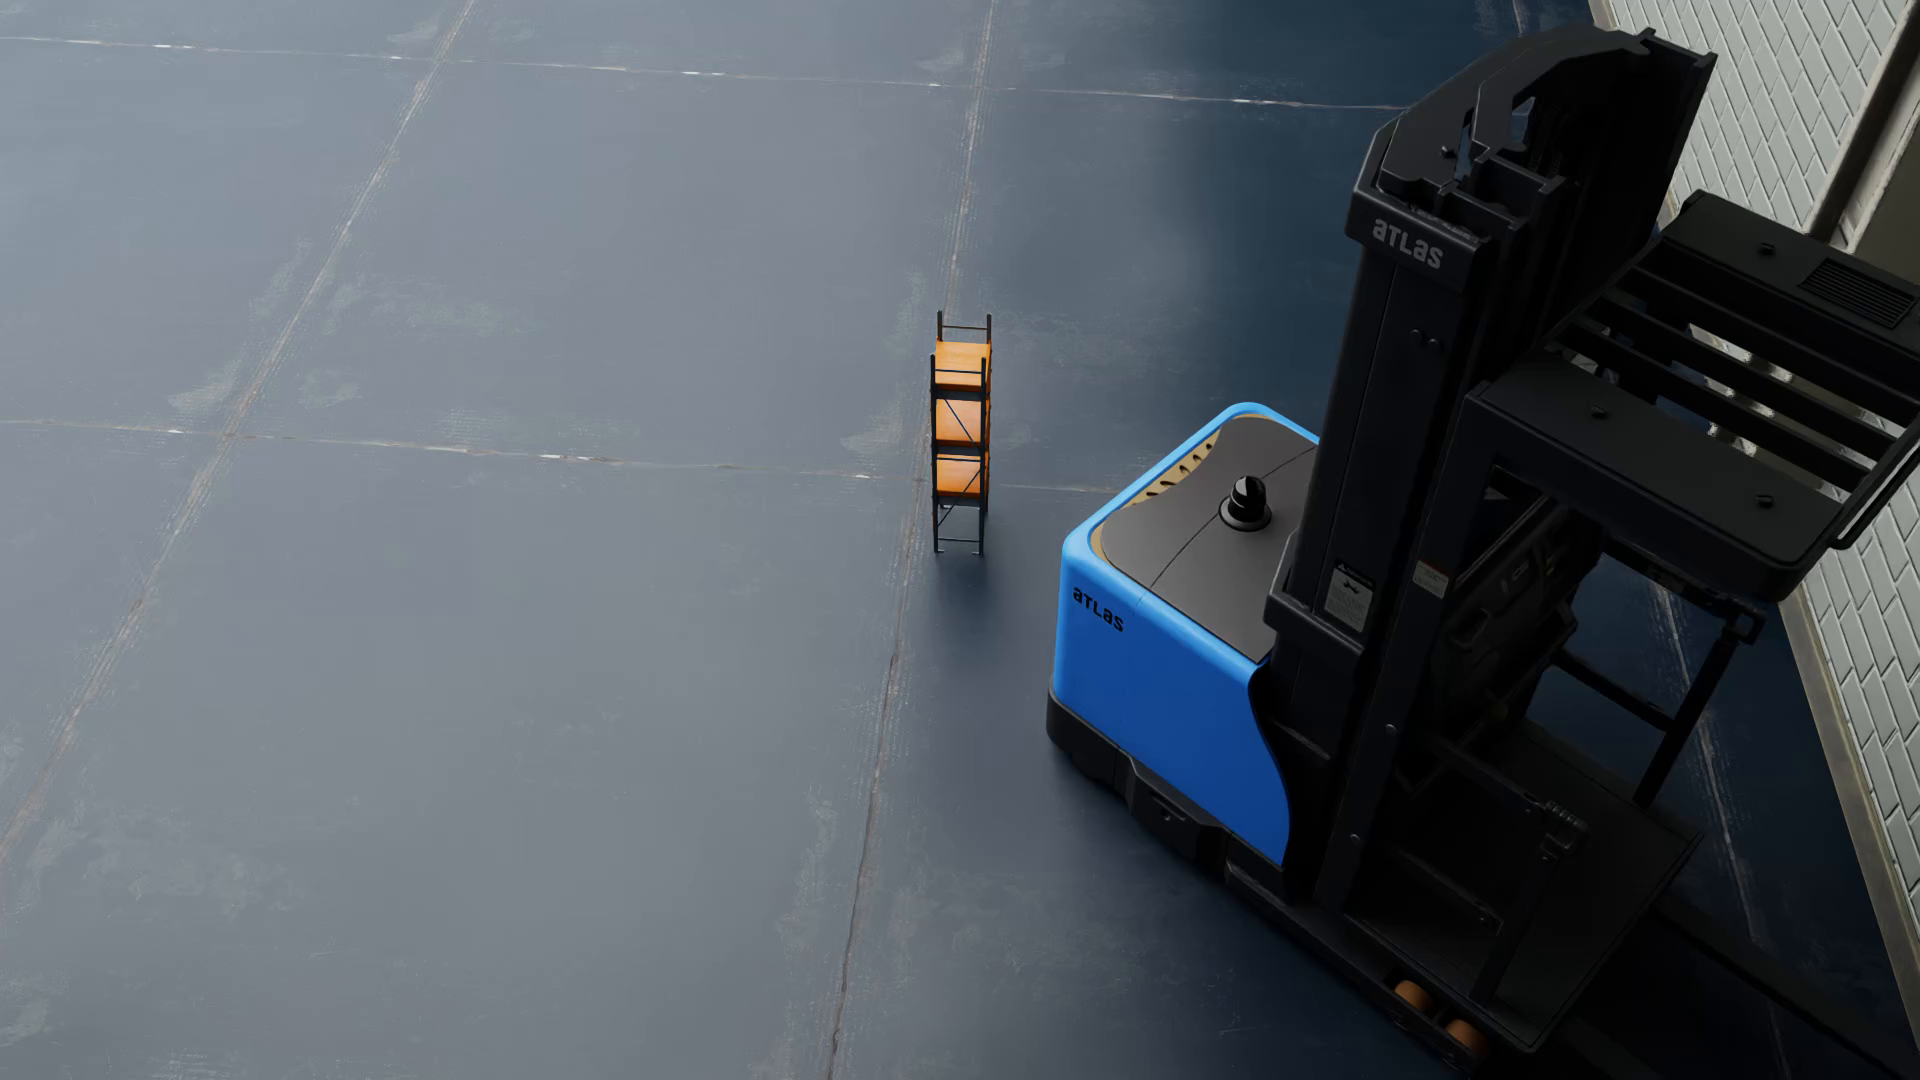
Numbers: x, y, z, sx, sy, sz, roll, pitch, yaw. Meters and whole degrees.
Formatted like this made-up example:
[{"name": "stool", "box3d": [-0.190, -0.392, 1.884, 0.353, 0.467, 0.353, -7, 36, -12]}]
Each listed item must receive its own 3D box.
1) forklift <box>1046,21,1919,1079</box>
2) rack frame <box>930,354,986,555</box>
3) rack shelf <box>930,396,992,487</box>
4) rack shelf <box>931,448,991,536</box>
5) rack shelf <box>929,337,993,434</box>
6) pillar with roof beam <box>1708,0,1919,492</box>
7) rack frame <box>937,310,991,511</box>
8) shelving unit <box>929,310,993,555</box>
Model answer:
[{"name": "forklift", "box3d": [1.721, 0.242, 4.568, 3.031, 2.935, 1.130, 36, 57, 28]}, {"name": "rack frame", "box3d": [-0.006, -0.304, 6.342, 0.200, 1.050, 0.008, 4, 48, 4]}, {"name": "rack shelf", "box3d": [0.005, -0.387, 6.432, 0.215, 0.259, 0.240, 4, 48, 4]}, {"name": "rack shelf", "box3d": [0.005, -0.199, 6.637, 0.215, 0.259, 0.240, 4, 48, 4]}, {"name": "rack shelf", "box3d": [0.005, -0.578, 6.223, 0.215, 0.259, 0.240, 4, 48, 4]}, {"name": "pillar with roof beam", "box3d": [-1.151, -3.356, 3.747, 9.100, 9.000, 0.400, 4, 48, 4]}, {"name": "rack frame", "box3d": [0.016, -0.483, 6.506, 0.200, 1.050, 0.008, 4, 48, 4]}, {"name": "shelving unit", "box3d": [0.005, -0.394, 6.424, 0.215, 1.050, 0.252, 4, 48, 4]}]
